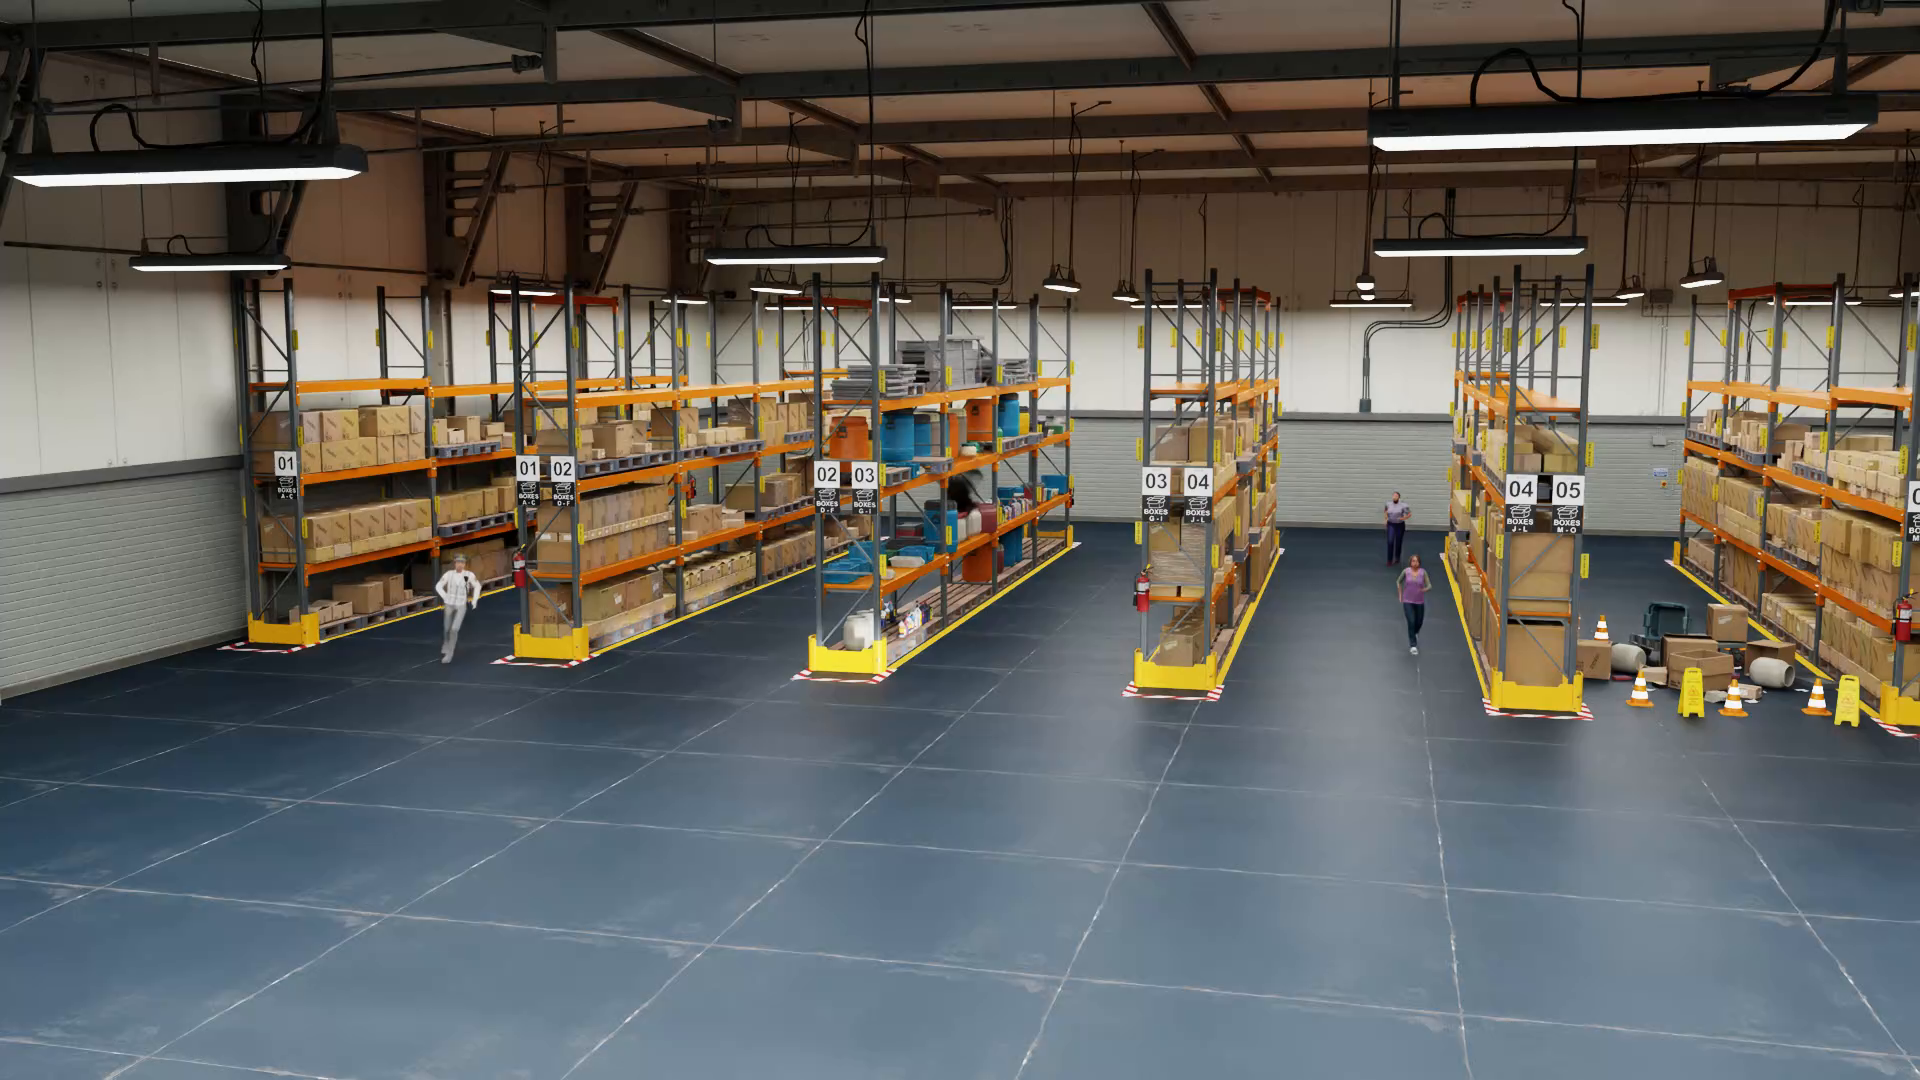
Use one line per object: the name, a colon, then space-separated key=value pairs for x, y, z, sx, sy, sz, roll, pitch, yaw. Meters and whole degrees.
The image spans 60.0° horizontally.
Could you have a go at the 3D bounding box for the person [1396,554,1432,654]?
person: x=7.296 y=1.006 z=26.748 sx=0.538 sy=1.575 sz=0.804 roll=1 pitch=7 yaw=10

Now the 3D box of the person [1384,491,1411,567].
person: x=9.750 y=-0.244 z=37.098 sx=0.611 sy=1.704 sz=0.755 roll=3 pitch=7 yaw=20

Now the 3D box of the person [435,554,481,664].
person: x=-7.896 y=1.038 z=26.125 sx=0.676 sy=1.667 sz=0.923 roll=-1 pitch=7 yaw=-6
